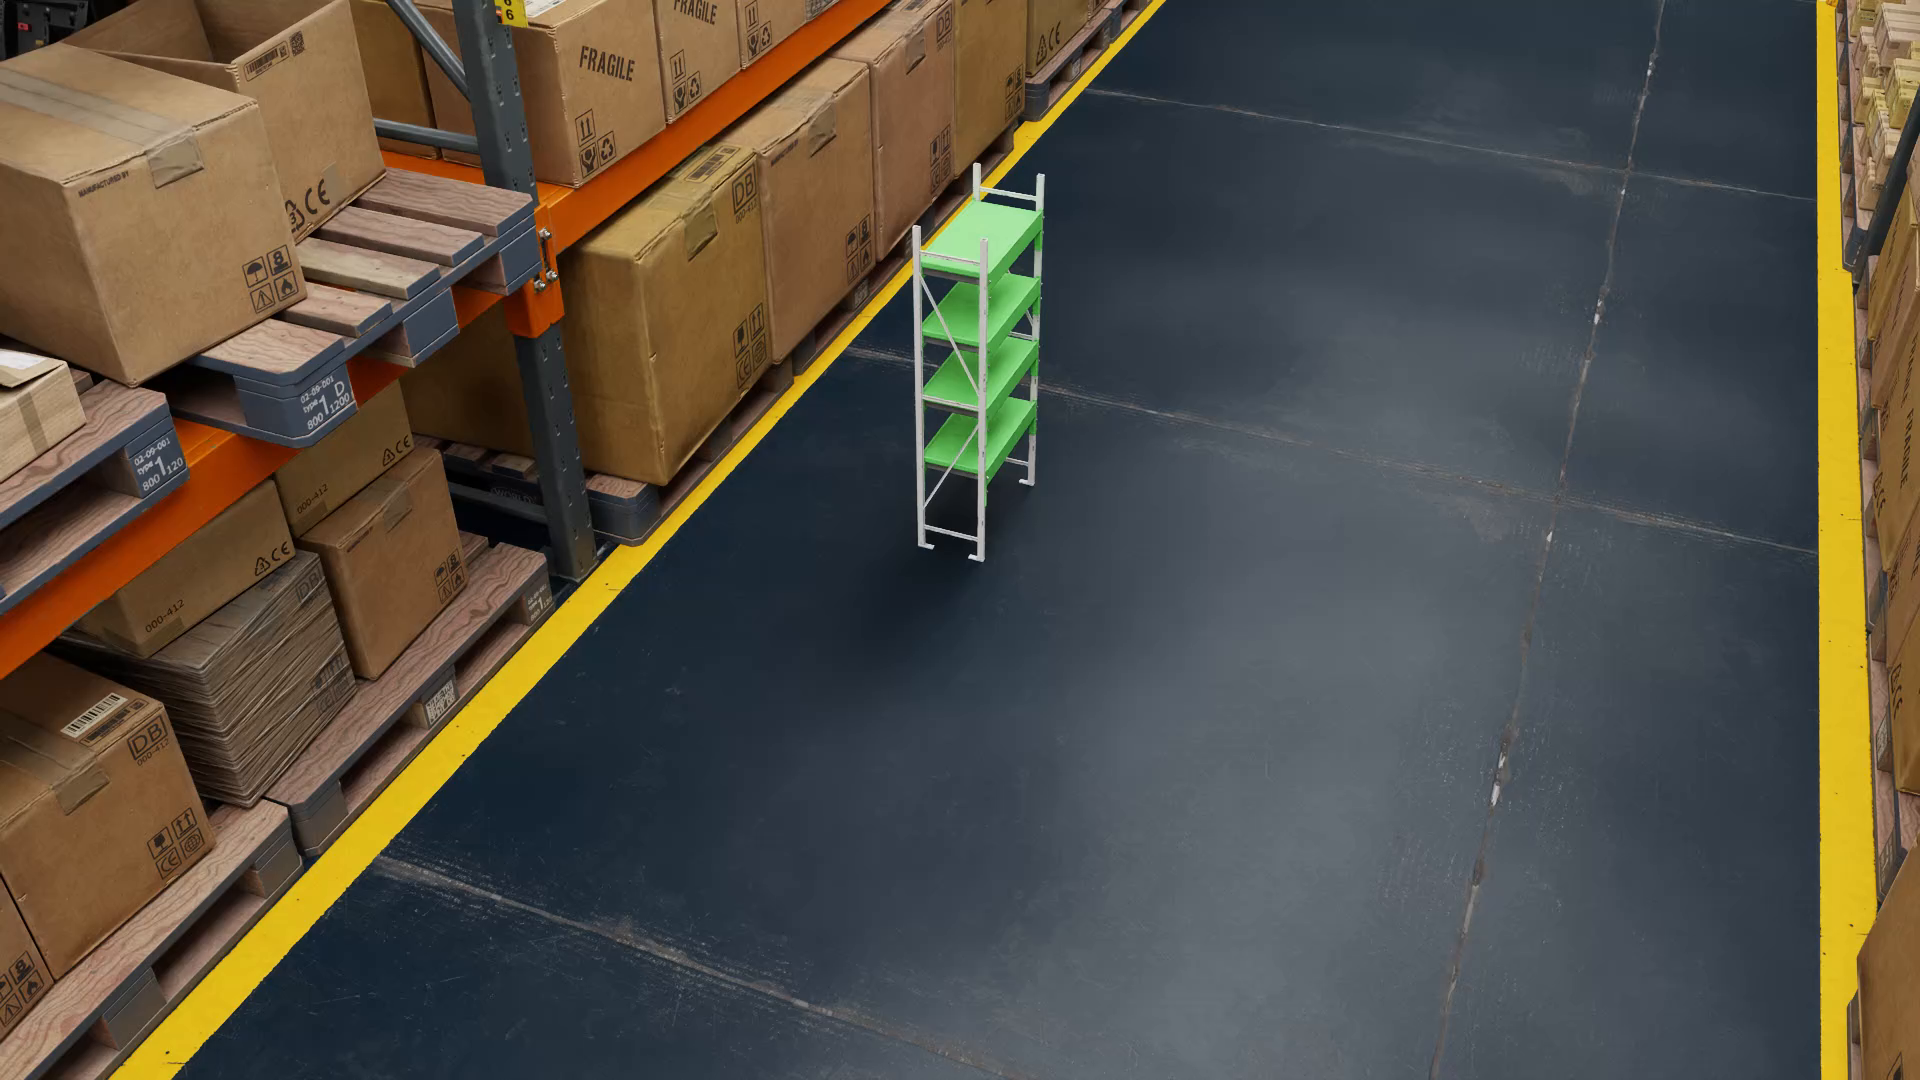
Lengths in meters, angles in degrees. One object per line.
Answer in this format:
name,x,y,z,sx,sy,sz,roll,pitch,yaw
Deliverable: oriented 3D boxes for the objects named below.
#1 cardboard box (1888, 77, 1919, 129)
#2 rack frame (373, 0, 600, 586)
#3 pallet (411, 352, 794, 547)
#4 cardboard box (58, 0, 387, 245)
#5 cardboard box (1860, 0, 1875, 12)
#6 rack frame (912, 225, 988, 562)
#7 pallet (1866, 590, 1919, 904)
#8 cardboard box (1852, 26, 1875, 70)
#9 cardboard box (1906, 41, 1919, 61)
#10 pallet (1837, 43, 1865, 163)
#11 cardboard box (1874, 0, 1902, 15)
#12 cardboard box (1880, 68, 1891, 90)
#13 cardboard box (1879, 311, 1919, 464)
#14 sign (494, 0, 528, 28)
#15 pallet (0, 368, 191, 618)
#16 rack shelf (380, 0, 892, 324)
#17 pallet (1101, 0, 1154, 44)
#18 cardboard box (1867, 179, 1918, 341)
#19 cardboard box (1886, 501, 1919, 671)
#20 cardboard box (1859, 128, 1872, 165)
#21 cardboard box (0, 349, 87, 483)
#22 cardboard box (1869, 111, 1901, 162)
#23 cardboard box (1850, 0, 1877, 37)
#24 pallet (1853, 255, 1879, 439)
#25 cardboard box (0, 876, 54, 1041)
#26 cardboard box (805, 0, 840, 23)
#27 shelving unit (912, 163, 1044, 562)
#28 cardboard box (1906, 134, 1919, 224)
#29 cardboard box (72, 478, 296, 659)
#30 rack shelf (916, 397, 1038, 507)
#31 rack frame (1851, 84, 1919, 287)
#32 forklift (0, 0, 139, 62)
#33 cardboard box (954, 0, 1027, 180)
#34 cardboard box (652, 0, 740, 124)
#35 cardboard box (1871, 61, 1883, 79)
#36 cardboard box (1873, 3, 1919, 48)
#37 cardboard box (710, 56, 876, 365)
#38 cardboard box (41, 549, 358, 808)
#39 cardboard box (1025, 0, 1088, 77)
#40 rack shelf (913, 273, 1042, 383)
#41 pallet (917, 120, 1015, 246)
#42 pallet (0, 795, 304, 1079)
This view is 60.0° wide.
cardboard box,4.318,-1.898,7.318,0.380,0.149,0.250,14,39,18
rack frame,-1.707,-1.198,4.847,1.000,3.000,0.127,14,39,18
pallet,-1.338,-0.500,6.243,1.003,0.211,1.213,14,39,18
cardboard box,-1.876,-1.098,4.280,0.500,0.500,0.500,9,38,12
cardboard box,5.083,-2.944,8.965,0.380,0.149,0.250,15,39,19
rack frame,-0.030,-0.437,5.333,0.240,1.200,0.015,14,39,18
pallet,3.140,0.672,4.674,1.003,0.211,1.213,14,39,18
cardboard box,4.895,-2.550,8.687,0.380,0.149,0.250,12,38,16
cardboard box,4.577,-2.164,7.673,0.380,0.149,0.250,15,39,19
pallet,5.049,-2.168,8.474,1.003,0.211,1.213,14,39,18
cardboard box,4.889,-2.760,8.471,0.380,0.149,0.250,14,39,18
cardboard box,4.631,-2.186,7.951,0.380,0.149,0.250,15,39,19
cardboard box,3.450,-0.459,5.595,0.500,0.500,0.500,15,39,19
sign,-1.202,-1.512,4.366,0.100,0.325,0.005,14,39,18
pallet,-2.423,-0.016,3.426,1.003,0.211,1.213,14,39,18
rack shelf,-0.946,-2.017,6.544,1.077,0.370,4.000,14,39,18
pallet,0.639,-3.377,10.091,1.003,0.211,1.213,14,39,18
cardboard box,3.837,-1.045,6.380,0.500,0.500,0.500,15,39,19
cardboard box,3.051,0.110,4.834,0.500,0.500,0.500,15,39,20
cardboard box,4.414,-1.834,7.728,0.380,0.149,0.250,13,39,16
cardboard box,-2.092,-0.328,3.444,0.396,0.266,0.258,13,39,16
cardboard box,4.280,-1.772,7.397,0.380,0.149,0.250,12,38,16
cardboard box,5.079,-2.831,9.063,0.380,0.149,0.250,14,39,18
pallet,4.068,-0.679,6.482,1.003,0.211,1.213,14,39,18
cardboard box,-2.564,0.937,3.711,0.700,0.500,0.500,11,38,14
cardboard box,-0.693,-2.292,6.228,0.500,0.500,0.500,14,39,18
shelving unit,0.063,-0.572,5.513,0.258,1.200,0.503,14,39,18
cardboard box,3.838,-1.345,6.155,0.500,0.250,0.500,12,38,16
cardboard box,-2.127,0.000,4.338,0.500,0.250,0.500,18,40,23
rack shelf,0.063,-0.329,5.695,0.258,0.148,0.480,14,39,18
rack frame,4.363,-2.227,6.224,1.000,3.000,0.127,14,39,18
forklift,-3.390,-1.652,5.512,1.130,2.935,3.031,15,39,19
cardboard box,-0.410,-2.371,7.841,1.225,0.875,0.875,14,39,18
cardboard box,-1.077,-1.731,5.477,0.500,0.500,0.500,13,39,17
cardboard box,4.752,-2.250,8.285,0.380,0.149,0.250,15,39,19
cardboard box,4.686,-2.487,8.105,0.380,0.149,0.250,13,39,16
cardboard box,-1.079,-1.384,6.521,1.225,0.875,0.875,14,39,18
cardboard box,-2.143,0.312,4.547,0.700,0.500,0.500,11,38,14
cardboard box,0.140,-3.077,8.785,0.875,0.875,0.875,14,39,18
rack shelf,0.063,-0.713,5.408,0.258,0.148,0.480,14,39,18
pallet,-0.409,-1.851,8.051,1.003,0.211,1.213,14,39,18
pallet,-2.472,1.024,4.203,1.003,0.211,1.213,14,39,18
